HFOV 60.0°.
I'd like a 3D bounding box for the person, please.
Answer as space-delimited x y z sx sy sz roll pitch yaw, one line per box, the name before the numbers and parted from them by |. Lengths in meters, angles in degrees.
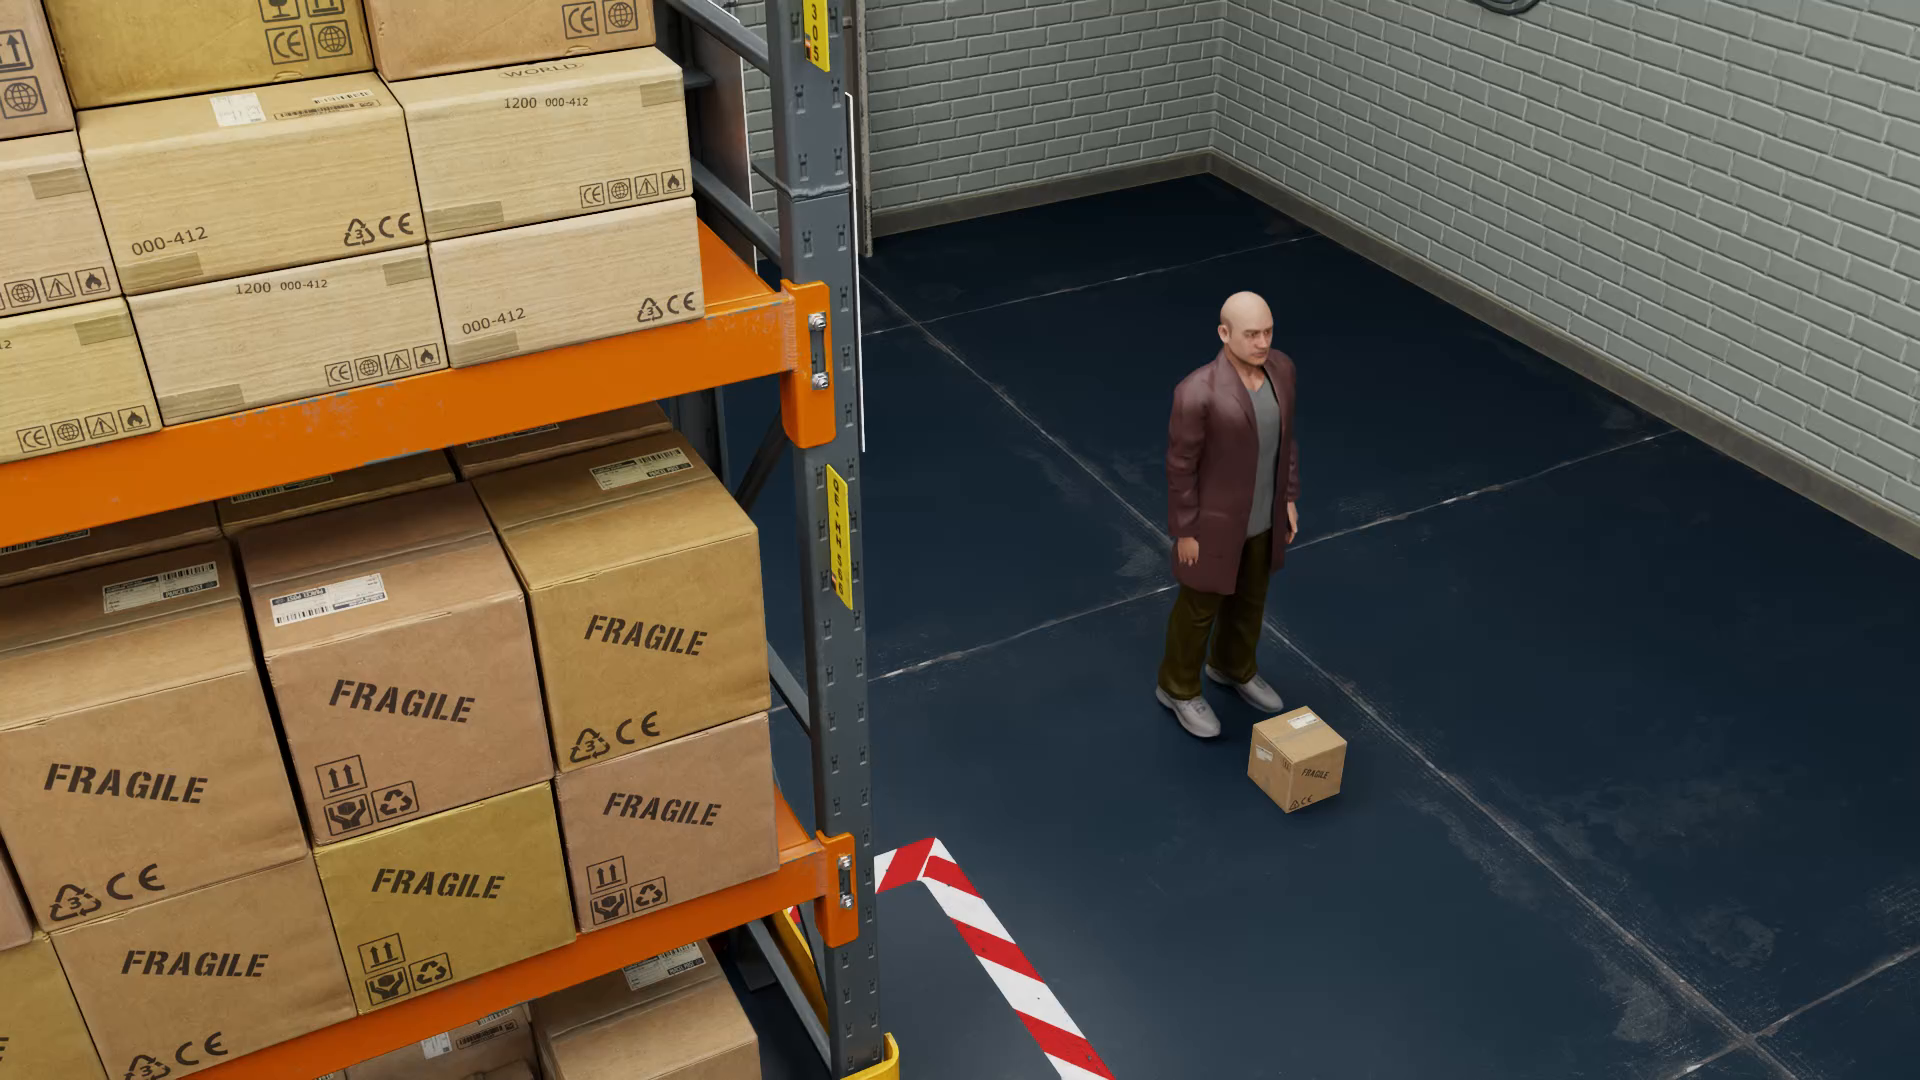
person | 1.034 -0.079 6.253 0.589 1.802 0.379 -19 37 -27
